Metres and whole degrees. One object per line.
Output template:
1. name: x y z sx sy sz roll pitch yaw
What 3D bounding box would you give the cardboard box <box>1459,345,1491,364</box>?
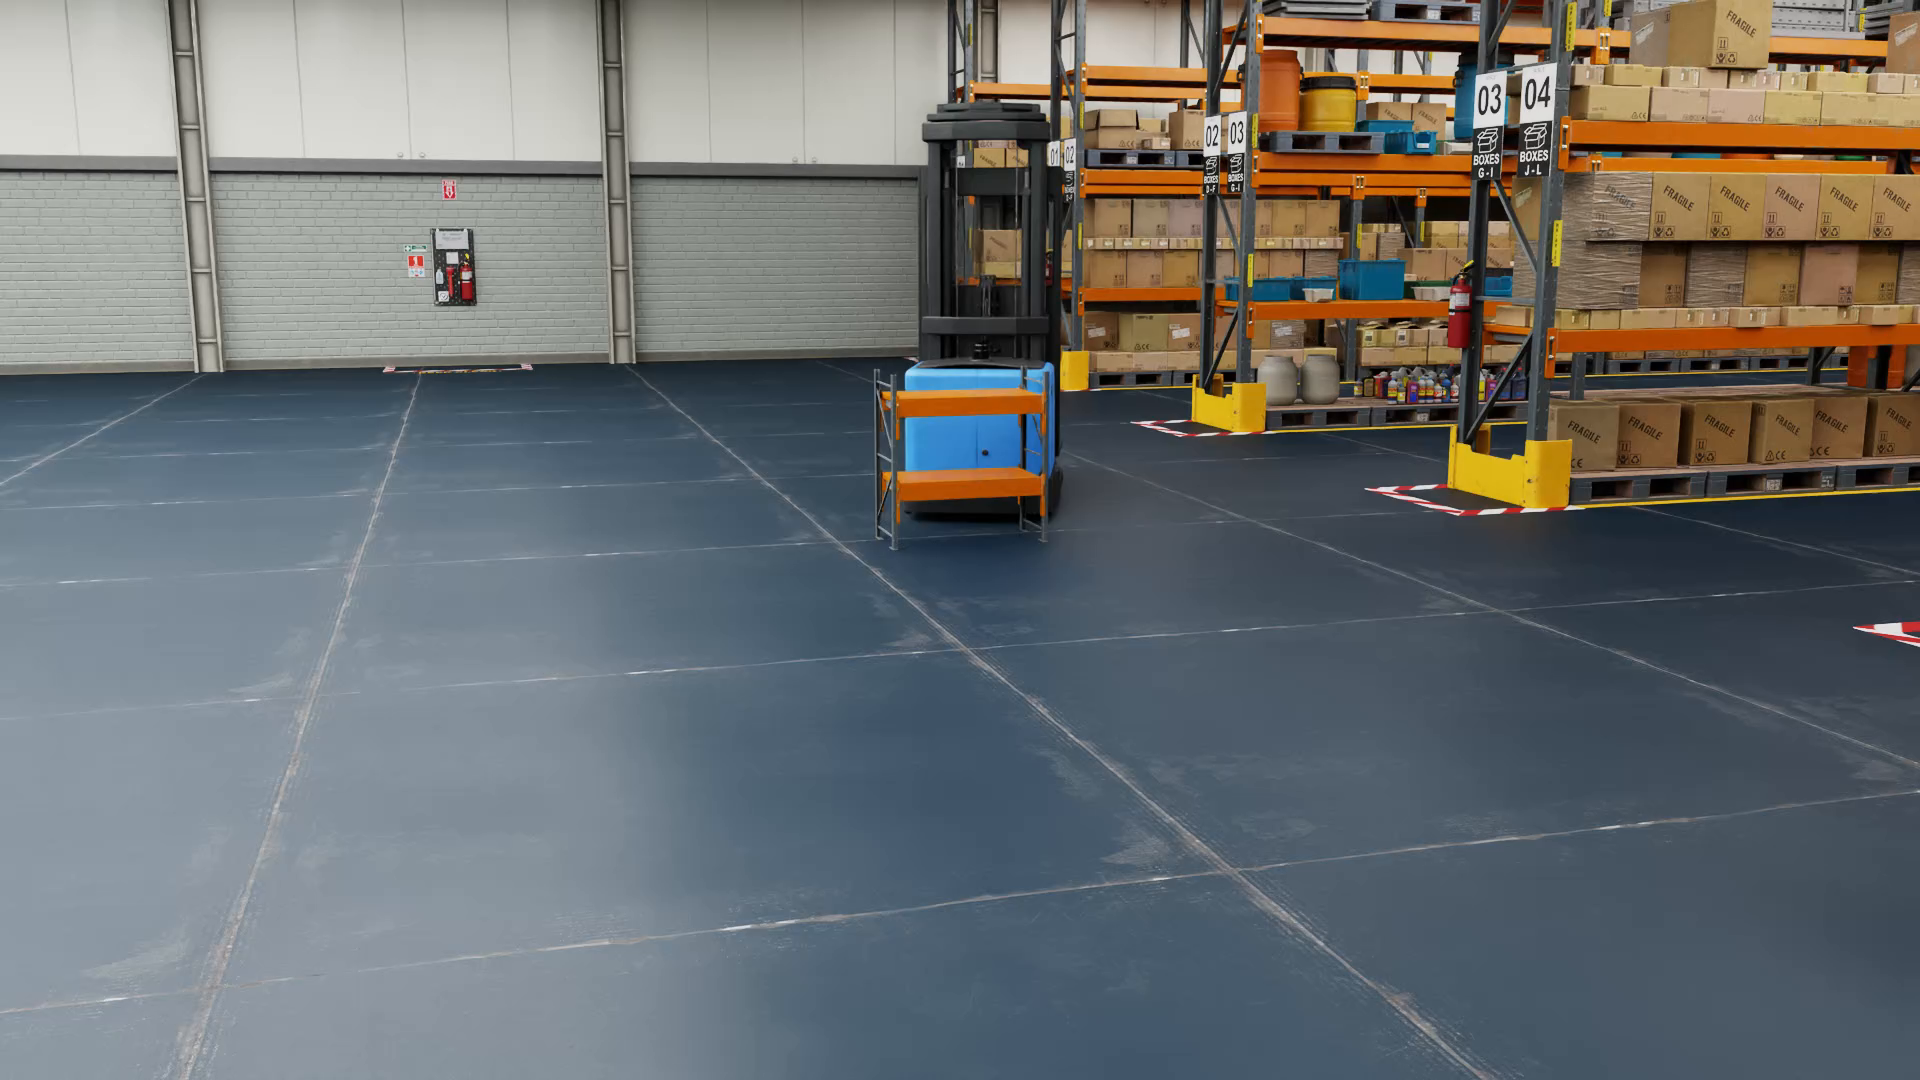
1. cardboard box: 7.164 -2.645 23.563 0.500 0.250 0.500 -3 11 -15

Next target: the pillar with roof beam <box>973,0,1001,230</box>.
1. pillar with roof beam: 1.636 -6.782 23.030 0.400 9.000 9.100 -3 11 -16

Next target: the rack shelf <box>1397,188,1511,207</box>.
1. rack shelf: 9.604 -6.021 29.171 4.000 0.370 1.077 -3 11 -16

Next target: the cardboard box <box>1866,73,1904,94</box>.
1. cardboard box: 7.009 -3.500 12.802 0.250 0.149 0.380 -3 11 -18

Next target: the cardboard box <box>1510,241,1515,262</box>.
1. cardboard box: 9.702 -5.062 29.103 0.500 0.500 0.500 -3 11 -14

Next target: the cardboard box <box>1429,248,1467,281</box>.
1. cardboard box: 6.960 -3.873 23.521 0.500 0.500 0.500 -3 11 -16

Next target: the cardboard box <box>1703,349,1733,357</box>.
1. cardboard box: 11.073 -2.977 24.624 0.500 0.500 0.500 -3 11 -18

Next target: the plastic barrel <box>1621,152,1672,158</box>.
1. plastic barrel: 7.668 -4.692 18.581 0.600 0.901 0.600 0 10 0

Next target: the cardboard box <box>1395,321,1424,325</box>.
1. cardboard box: 6.518 -2.988 23.878 0.500 0.311 0.500 -3 11 -16

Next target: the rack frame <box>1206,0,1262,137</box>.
1. rack frame: 2.772 -5.622 16.731 0.127 3.000 1.000 -3 11 -16

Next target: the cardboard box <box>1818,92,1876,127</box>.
1. cardboard box: 6.640 -3.295 12.788 0.500 0.250 0.500 -3 11 -16

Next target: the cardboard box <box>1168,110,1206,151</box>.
1. cardboard box: 3.062 -5.369 21.820 0.500 0.500 0.500 -3 11 -16

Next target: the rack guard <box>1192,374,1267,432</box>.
1. rack guard: 2.831 -1.454 17.566 0.348 0.500 1.175 -3 11 -16

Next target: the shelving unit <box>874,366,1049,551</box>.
1. shelving unit: 0.006 -0.554 10.946 1.048 1.125 0.538 -3 11 -16

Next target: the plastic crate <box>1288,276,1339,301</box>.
1. plastic crate: 3.794 -2.708 17.881 0.408 0.251 0.499 -3 11 -16

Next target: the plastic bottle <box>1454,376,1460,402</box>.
1. plastic bottle: 5.423 -1.635 17.949 0.135 0.276 0.152 -3 11 -15

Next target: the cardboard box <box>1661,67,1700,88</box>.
1. cardboard box: 5.250 -3.414 12.334 0.250 0.149 0.380 -3 11 -14

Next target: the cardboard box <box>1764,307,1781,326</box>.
1. cardboard box: 6.167 -1.755 12.988 0.250 0.149 0.380 -3 11 -16

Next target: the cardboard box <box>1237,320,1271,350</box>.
1. cardboard box: 3.885 -2.848 22.594 0.500 0.500 0.500 -3 11 -16

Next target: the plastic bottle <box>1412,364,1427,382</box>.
1. plastic bottle: 5.132 -1.788 18.575 0.185 0.351 0.144 -3 11 -16

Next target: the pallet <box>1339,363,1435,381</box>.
1. pallet: 5.928 -2.408 23.544 1.213 0.211 1.003 -3 11 -16

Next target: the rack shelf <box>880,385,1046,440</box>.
1. rack shelf: 0.006 -0.841 10.894 1.000 0.278 0.538 -3 11 -16

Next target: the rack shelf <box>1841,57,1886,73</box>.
1. rack shelf: 12.373 -5.578 19.581 4.000 0.370 1.077 -3 11 -16

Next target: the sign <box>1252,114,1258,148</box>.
1. sign: 2.921 -4.055 16.481 0.005 0.325 0.100 -3 11 -16

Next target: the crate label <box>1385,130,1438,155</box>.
1. crate label: 4.661 -4.111 17.219 0.408 0.251 0.502 -3 11 -16

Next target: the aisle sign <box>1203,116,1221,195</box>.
1. aisle sign: 2.619 -3.998 17.299 0.004 0.787 0.394 -3 11 -16

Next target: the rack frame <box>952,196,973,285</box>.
1. rack frame: 0.003 -4.394 26.629 0.127 3.000 1.000 -3 11 -16

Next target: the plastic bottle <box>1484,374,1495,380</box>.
1. plastic bottle: 5.825 -1.683 18.211 0.135 0.276 0.152 -3 11 -16

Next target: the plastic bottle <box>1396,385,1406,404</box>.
1. plastic bottle: 4.699 -1.555 17.720 0.097 0.201 0.097 0 10 0

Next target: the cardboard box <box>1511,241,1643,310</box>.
1. cardboard box: 4.692 -2.029 12.686 0.500 0.500 0.875 -3 11 -16

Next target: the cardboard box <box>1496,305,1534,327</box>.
1. cardboard box: 4.372 -1.737 12.893 0.250 0.149 0.380 -3 11 -16

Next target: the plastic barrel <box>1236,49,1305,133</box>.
1. plastic barrel: 3.203 -4.611 17.179 0.708 0.830 0.600 -3 11 -16

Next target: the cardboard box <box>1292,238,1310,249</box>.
1. cardboard box: 4.541 -4.027 22.567 0.250 0.149 0.380 -3 11 -18

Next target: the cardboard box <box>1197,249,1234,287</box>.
1. cardboard box: 3.328 -3.682 22.488 0.500 0.500 0.700 -3 11 -14

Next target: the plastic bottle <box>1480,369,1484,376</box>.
1. plastic bottle: 5.761 -1.794 18.607 0.185 0.351 0.144 -3 11 -16

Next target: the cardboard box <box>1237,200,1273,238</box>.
1. cardboard box: 3.841 -4.348 22.520 0.500 0.500 0.700 -3 11 -16

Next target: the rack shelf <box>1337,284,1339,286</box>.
1. rack shelf: 7.152 -3.483 23.667 4.000 0.370 1.077 -3 11 -16

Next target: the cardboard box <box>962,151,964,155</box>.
1. cardboard box: 0.332 -5.993 26.700 0.500 0.500 0.500 -2 11 -12

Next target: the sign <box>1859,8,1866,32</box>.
1. sign: 13.073 -7.532 24.087 0.005 0.325 0.100 -3 11 -16

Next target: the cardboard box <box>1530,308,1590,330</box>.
1. cardboard box: 4.496 -1.660 12.473 0.250 0.149 0.380 -3 11 -16

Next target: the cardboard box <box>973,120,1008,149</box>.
1. cardboard box: 0.440 -6.397 26.133 0.500 0.500 0.500 -4 11 -20

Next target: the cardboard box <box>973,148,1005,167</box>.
1. cardboard box: 0.394 -5.902 26.202 0.500 0.500 0.500 -3 11 -14

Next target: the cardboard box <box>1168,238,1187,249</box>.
1. cardboard box: 2.818 -3.936 22.075 0.250 0.149 0.380 -3 11 -18

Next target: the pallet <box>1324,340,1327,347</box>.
1. pallet: 5.764 -3.327 28.535 1.213 0.211 1.003 -3 11 -16

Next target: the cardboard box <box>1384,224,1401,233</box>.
1. cardboard box: 7.361 -5.361 28.597 0.250 0.149 0.380 -5 11 -23

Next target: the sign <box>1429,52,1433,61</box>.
1. sign: 7.845 -8.154 27.684 0.005 0.325 0.100 -3 11 -16

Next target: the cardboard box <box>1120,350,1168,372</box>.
1. cardboard box: 2.447 -2.402 22.242 0.500 0.250 0.500 -3 11 -16

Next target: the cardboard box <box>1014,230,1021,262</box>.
1. cardboard box: 1.022 -4.694 26.547 0.500 0.500 0.500 -3 11 -16

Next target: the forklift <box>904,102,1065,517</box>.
1. forklift: 0.248 -1.831 12.895 1.130 2.935 3.031 1 10 5

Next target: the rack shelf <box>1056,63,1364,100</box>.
1. rack shelf: 3.311 -6.034 22.060 4.000 0.370 1.077 -3 11 -16

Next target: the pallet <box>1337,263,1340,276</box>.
1. pallet: 5.795 -4.597 28.263 1.213 0.211 1.003 -3 11 -16

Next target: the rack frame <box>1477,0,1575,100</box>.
1. rack frame: 4.156 -4.761 12.054 0.127 3.000 1.000 -3 11 -16

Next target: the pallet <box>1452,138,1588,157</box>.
1. pallet: 5.947 -4.203 17.829 1.003 0.211 1.213 -3 11 -16

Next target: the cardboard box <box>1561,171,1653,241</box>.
1. cardboard box: 4.760 -2.478 12.364 0.500 0.500 0.500 -3 11 -16

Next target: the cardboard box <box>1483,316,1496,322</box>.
1. cardboard box: 9.269 -4.006 29.298 0.750 0.750 0.750 -3 11 -16

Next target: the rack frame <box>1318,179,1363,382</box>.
1. rack frame: 5.231 -3.735 23.052 0.127 3.000 1.000 -3 11 -16

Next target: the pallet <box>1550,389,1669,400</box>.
1. pallet: 7.355 -1.549 18.879 1.213 0.211 1.003 -3 11 -16
